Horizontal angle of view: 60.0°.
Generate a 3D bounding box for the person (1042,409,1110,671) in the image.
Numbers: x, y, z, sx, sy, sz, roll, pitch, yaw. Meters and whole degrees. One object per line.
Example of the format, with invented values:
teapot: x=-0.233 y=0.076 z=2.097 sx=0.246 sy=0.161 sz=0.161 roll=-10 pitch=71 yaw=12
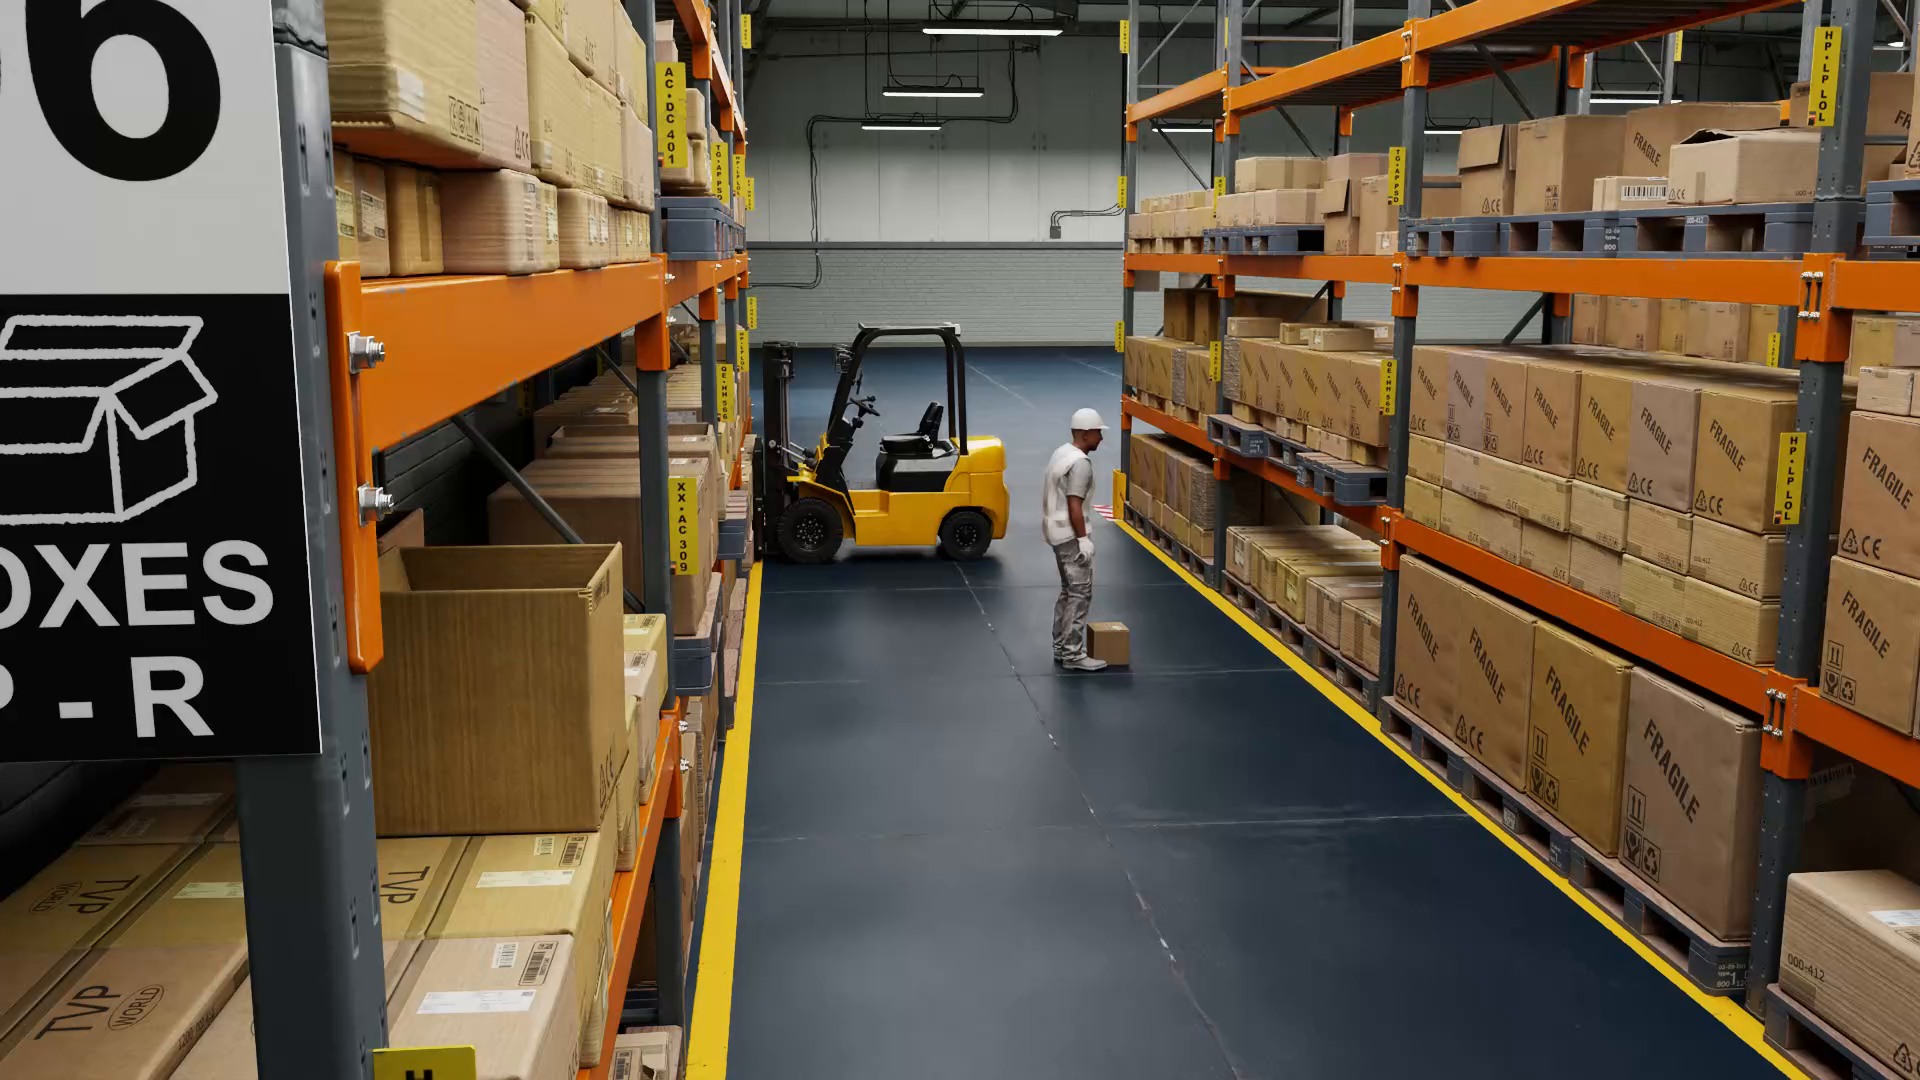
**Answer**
person: x=0.801 y=-0.015 z=11.457 sx=0.451 sy=1.773 sz=0.615 roll=-1 pitch=10 yaw=-6
